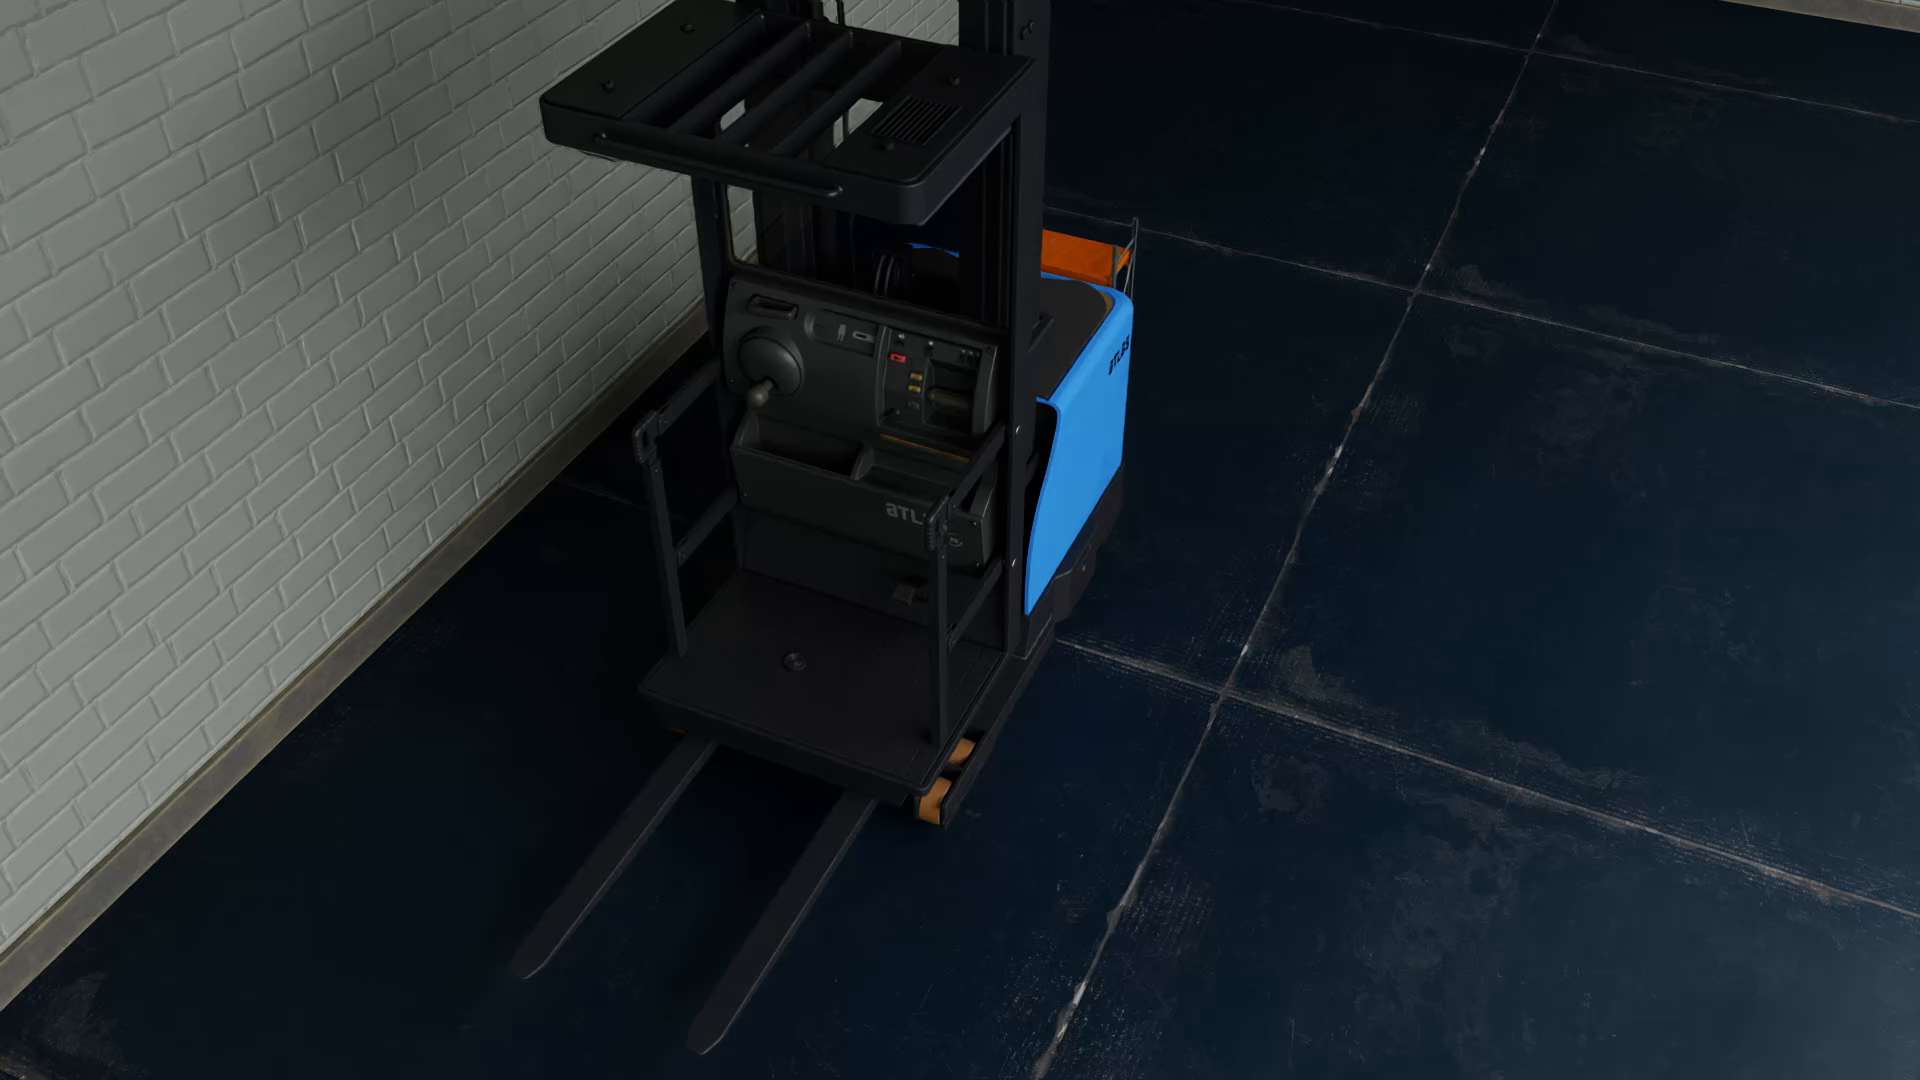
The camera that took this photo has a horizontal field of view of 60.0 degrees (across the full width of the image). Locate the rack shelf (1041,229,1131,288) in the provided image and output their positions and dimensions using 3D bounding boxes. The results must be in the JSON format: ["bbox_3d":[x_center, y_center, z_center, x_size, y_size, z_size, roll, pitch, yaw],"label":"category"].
[{"bbox_3d":[0.402,-1.068,6.466,0.480,0.148,0.258,17,44,18],"label":"rack shelf"}]

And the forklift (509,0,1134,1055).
[{"bbox_3d":[-0.409,-0.469,5.054,1.130,2.935,3.031,17,44,18],"label":"forklift"}]

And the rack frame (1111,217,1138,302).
[{"bbox_3d":[0.624,-0.705,6.647,0.015,1.200,0.240,17,44,18],"label":"rack frame"}]

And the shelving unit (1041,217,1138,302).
[{"bbox_3d":[0.402,-0.771,6.723,0.503,1.200,0.258,17,44,18],"label":"shelving unit"}]
